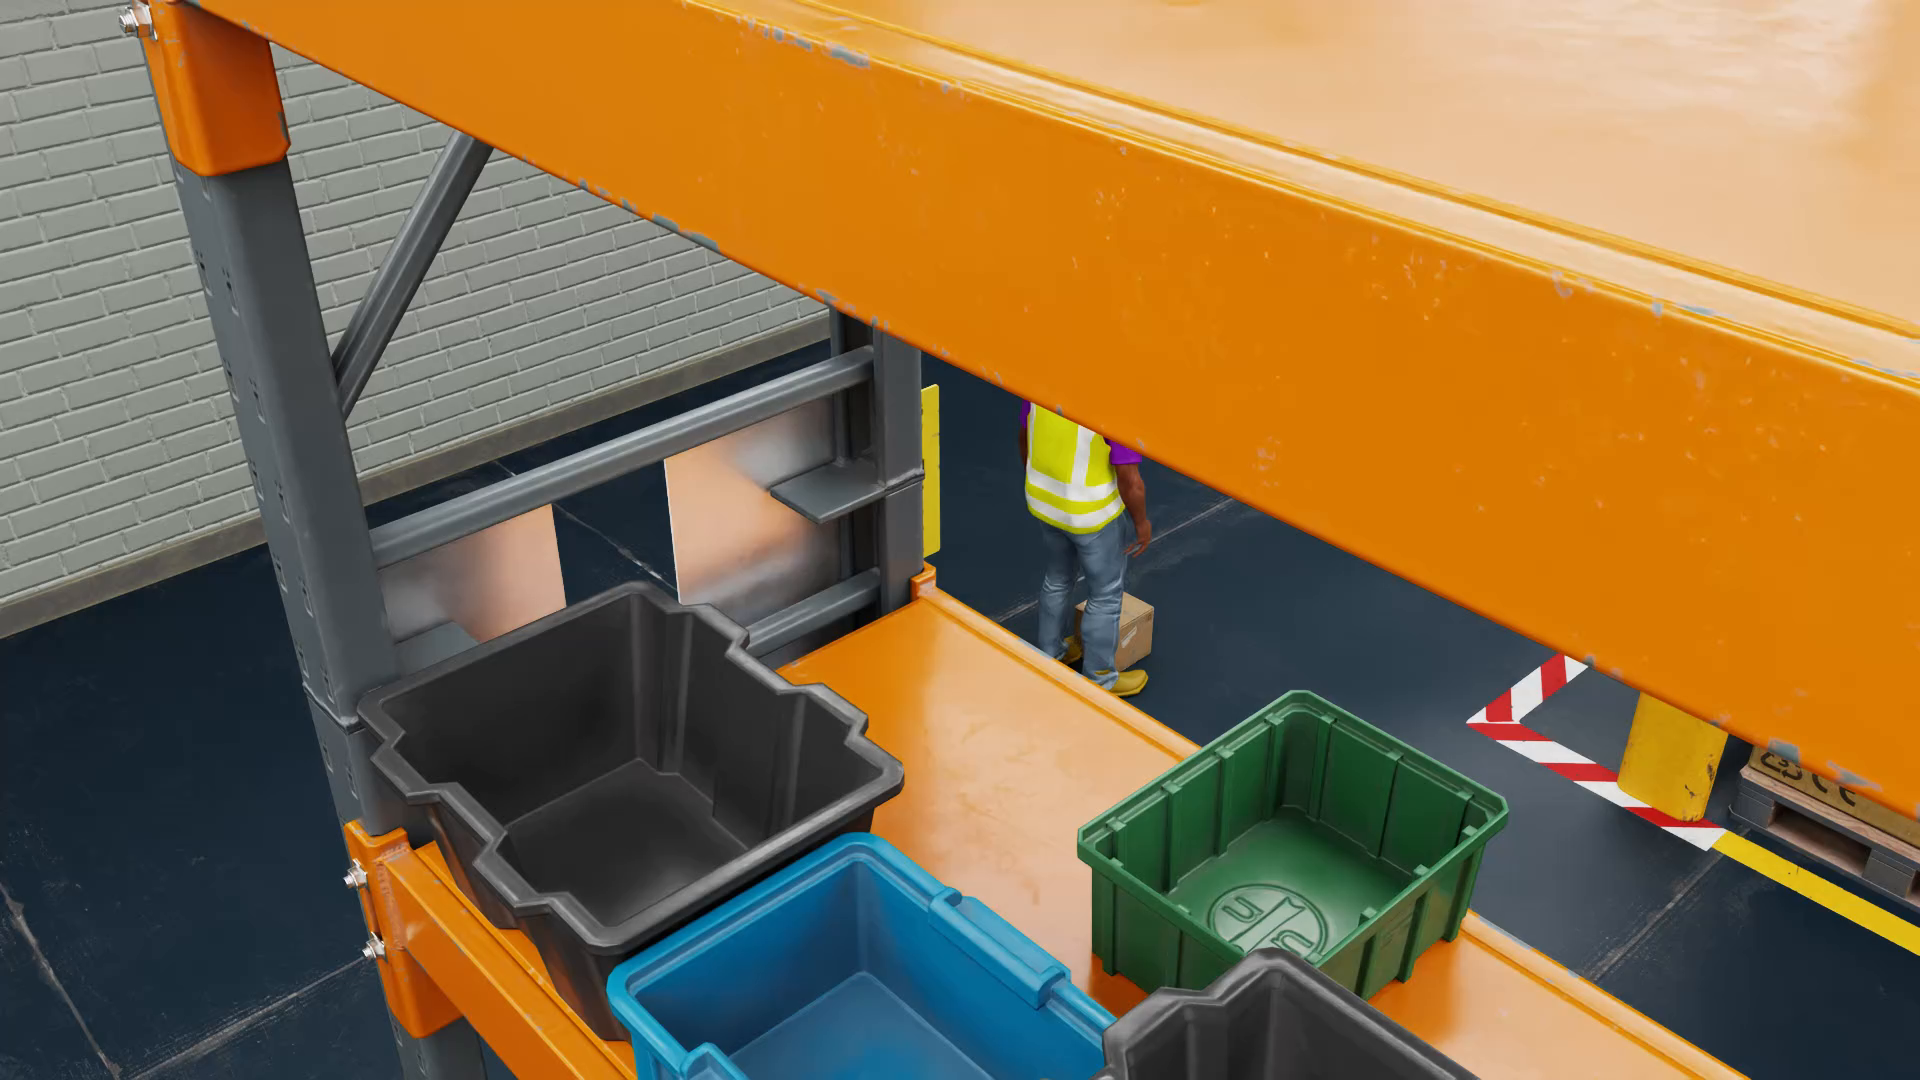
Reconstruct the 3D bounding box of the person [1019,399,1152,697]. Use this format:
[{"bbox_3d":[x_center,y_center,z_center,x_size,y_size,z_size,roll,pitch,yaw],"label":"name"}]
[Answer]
[{"bbox_3d":[0.515,-0.160,6.878,0.637,1.761,0.455,27,41,37],"label":"person"}]
